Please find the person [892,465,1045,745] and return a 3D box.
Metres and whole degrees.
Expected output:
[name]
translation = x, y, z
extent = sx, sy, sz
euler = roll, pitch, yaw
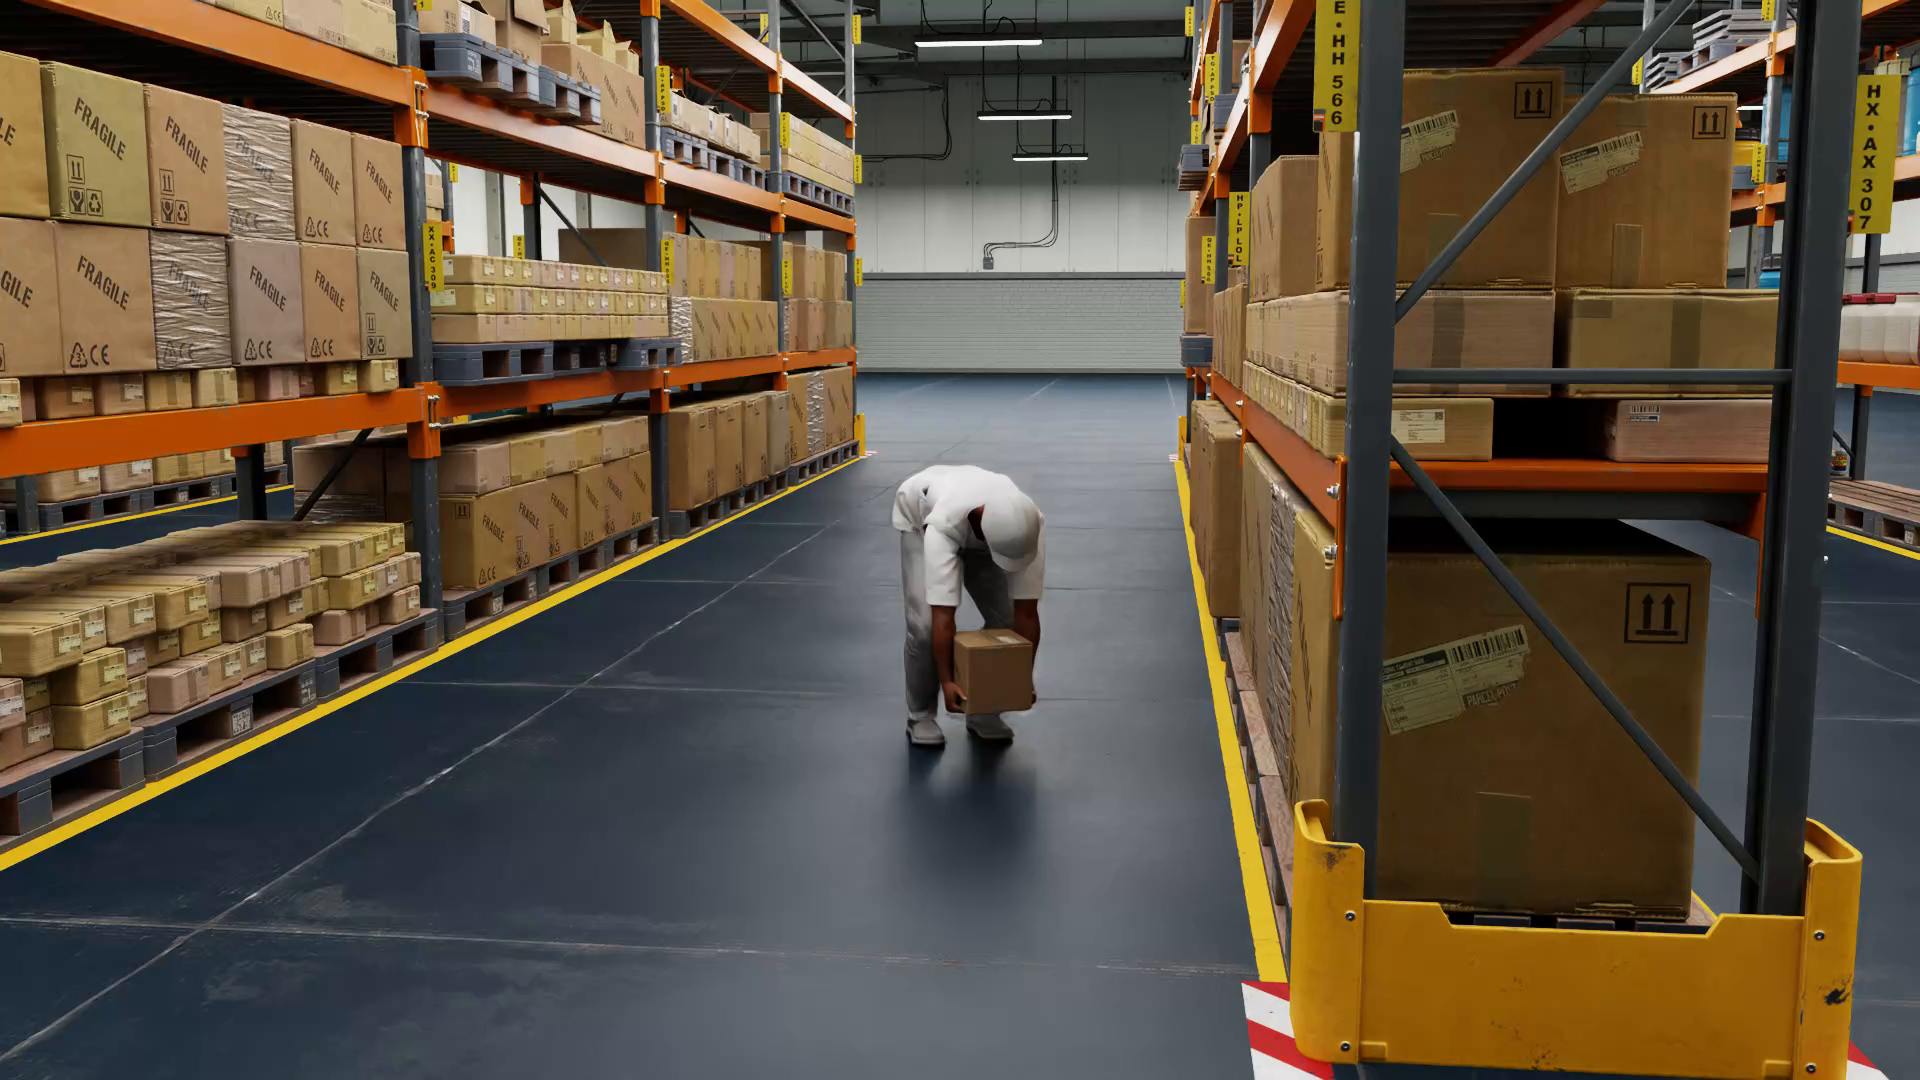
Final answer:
[person]
translation = 0.059, 0.271, 6.268
extent = 0.480, 1.075, 0.982
euler = -3, 8, -20
